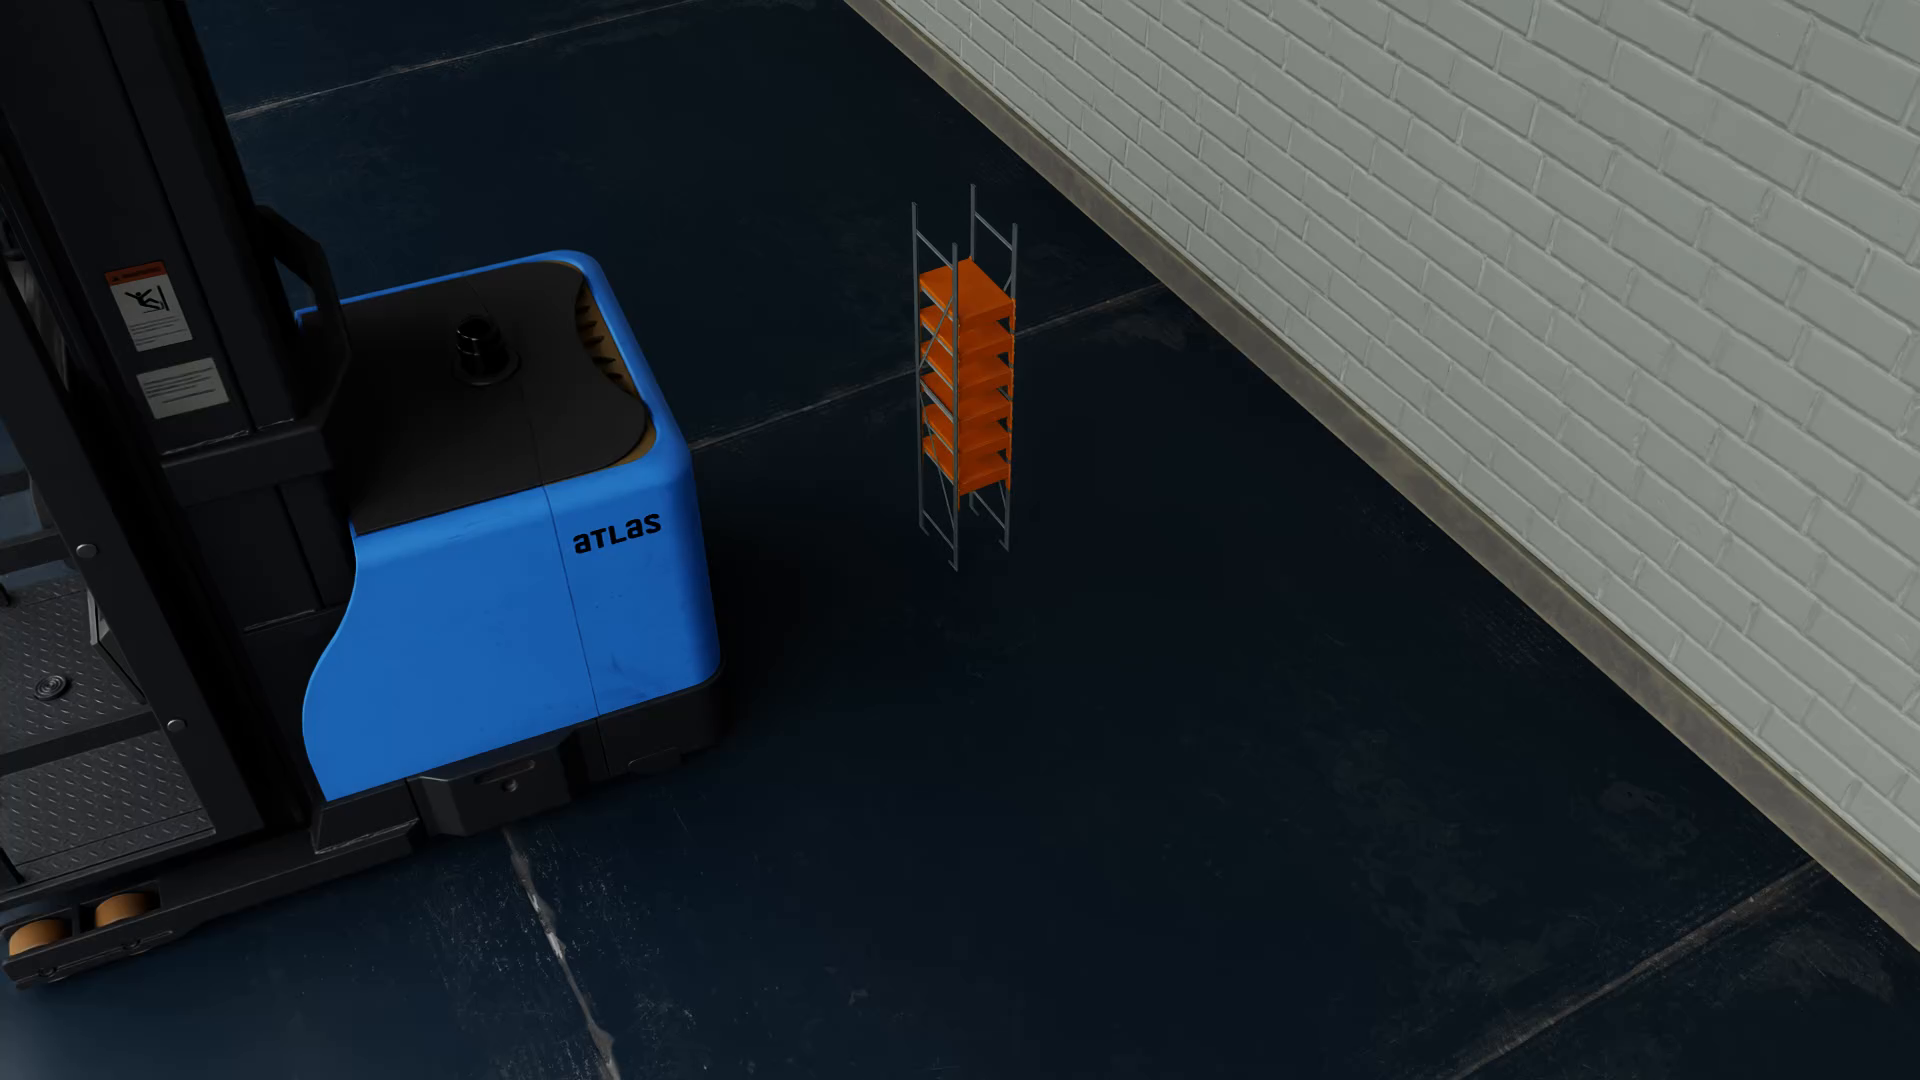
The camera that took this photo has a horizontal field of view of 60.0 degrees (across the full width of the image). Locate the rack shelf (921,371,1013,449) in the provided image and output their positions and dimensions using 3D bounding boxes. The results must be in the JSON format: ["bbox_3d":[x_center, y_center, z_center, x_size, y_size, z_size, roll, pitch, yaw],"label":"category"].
[{"bbox_3d":[0.013,-0.404,4.868,0.180,0.103,0.258,-22,48,-21],"label":"rack shelf"}]

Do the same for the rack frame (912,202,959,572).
[{"bbox_3d":[-0.067,-0.404,4.805,0.006,1.200,0.240,-22,48,-21],"label":"rack frame"}]

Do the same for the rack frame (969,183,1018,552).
[{"bbox_3d":[0.092,-0.467,4.870,0.006,1.200,0.240,-22,48,-21],"label":"rack frame"}]

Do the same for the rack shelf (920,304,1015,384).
[{"bbox_3d":[0.013,-0.576,4.701,0.180,0.103,0.258,-22,48,-21],"label":"rack shelf"}]

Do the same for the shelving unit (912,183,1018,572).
[{"bbox_3d":[0.013,-0.436,4.837,0.189,1.200,0.258,-22,48,-21],"label":"shelving unit"}]

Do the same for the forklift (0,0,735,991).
[{"bbox_3d":[-2.193,-0.377,3.534,3.031,2.935,1.130,-17,47,-17],"label":"forklift"}]

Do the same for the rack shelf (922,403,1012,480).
[{"bbox_3d":[0.013,-0.318,4.952,0.180,0.103,0.258,-22,48,-21],"label":"rack shelf"}]

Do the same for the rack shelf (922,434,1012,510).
[{"bbox_3d":[0.013,-0.231,5.035,0.180,0.103,0.258,-22,48,-21],"label":"rack shelf"}]

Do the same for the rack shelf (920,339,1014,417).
[{"bbox_3d":[0.013,-0.490,4.785,0.180,0.103,0.258,-22,48,-21],"label":"rack shelf"}]

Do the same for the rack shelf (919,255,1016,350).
[{"bbox_3d":[0.013,-0.662,4.618,0.180,0.103,0.258,-22,48,-21],"label":"rack shelf"}]
